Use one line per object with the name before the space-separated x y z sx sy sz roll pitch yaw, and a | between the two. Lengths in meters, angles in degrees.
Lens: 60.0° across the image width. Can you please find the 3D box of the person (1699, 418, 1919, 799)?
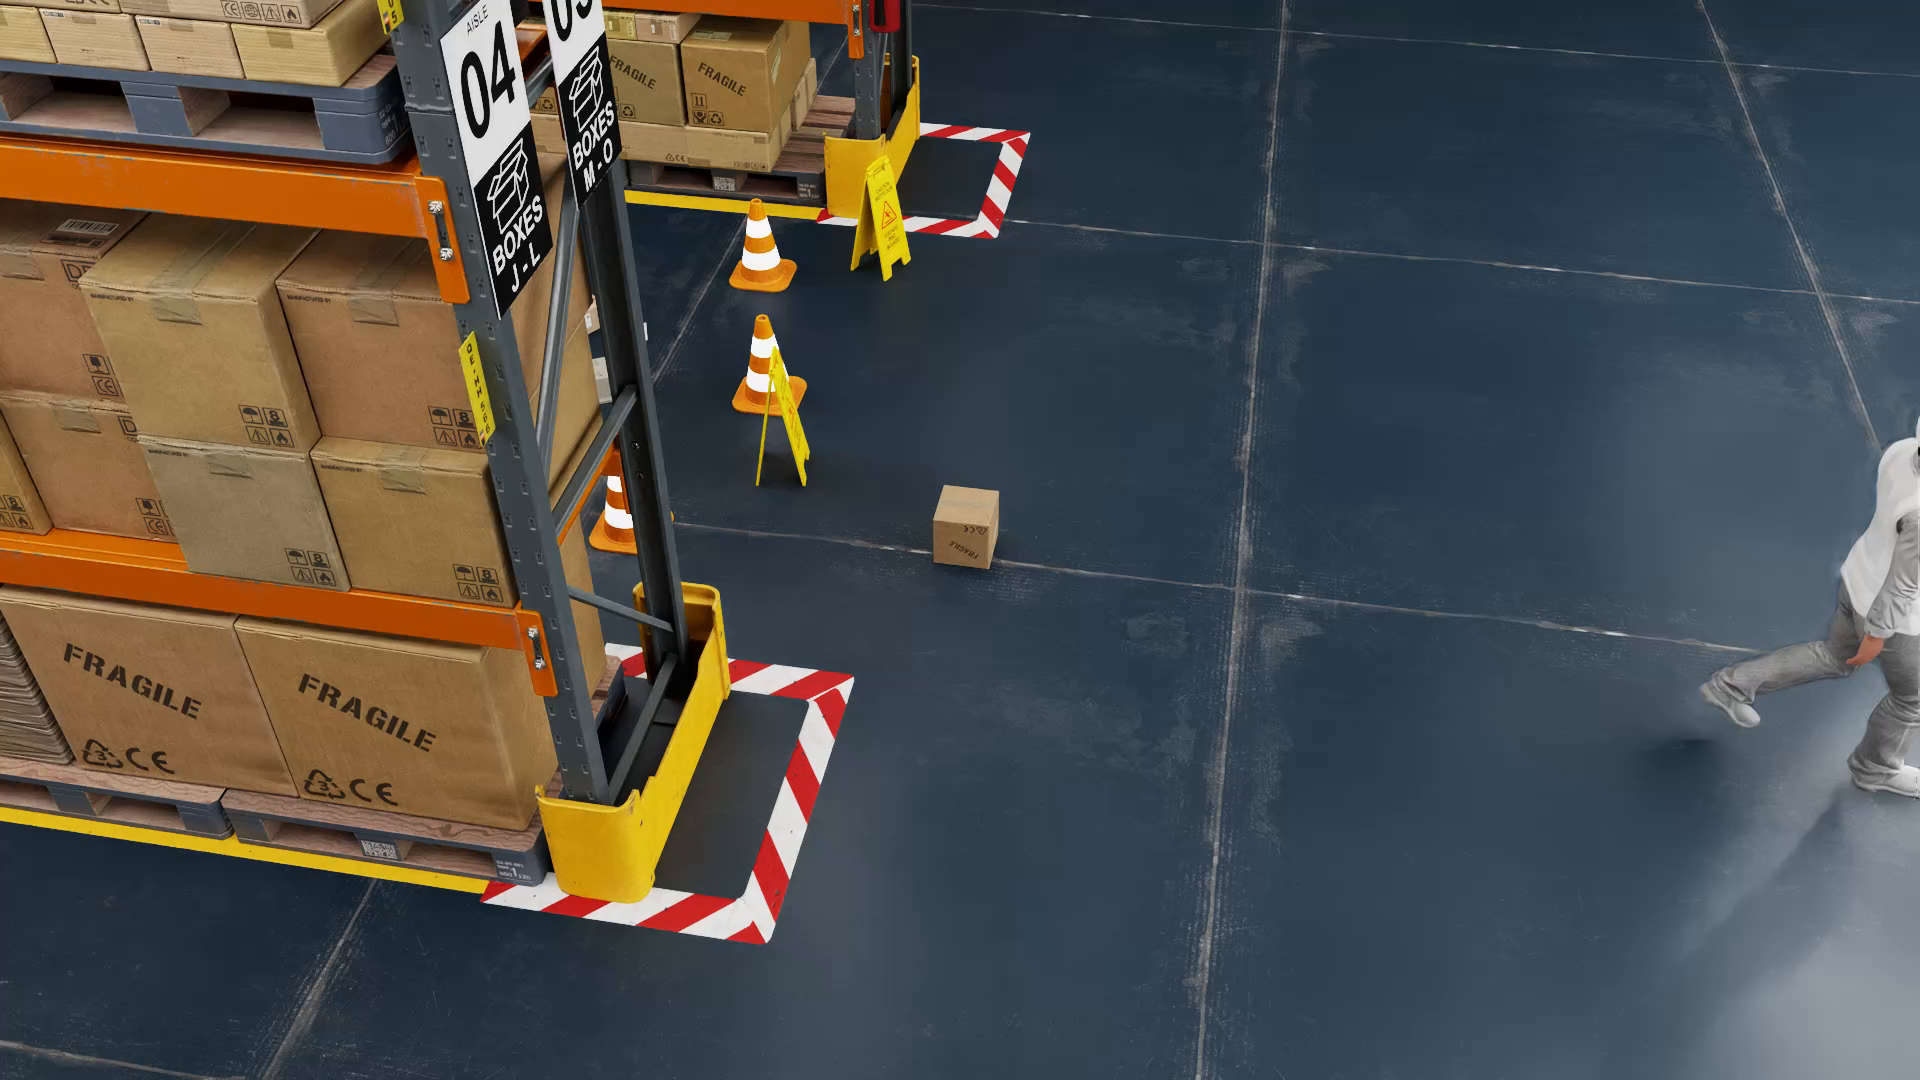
person | 3.294 0.184 5.917 0.891 1.743 0.538 7 41 8
